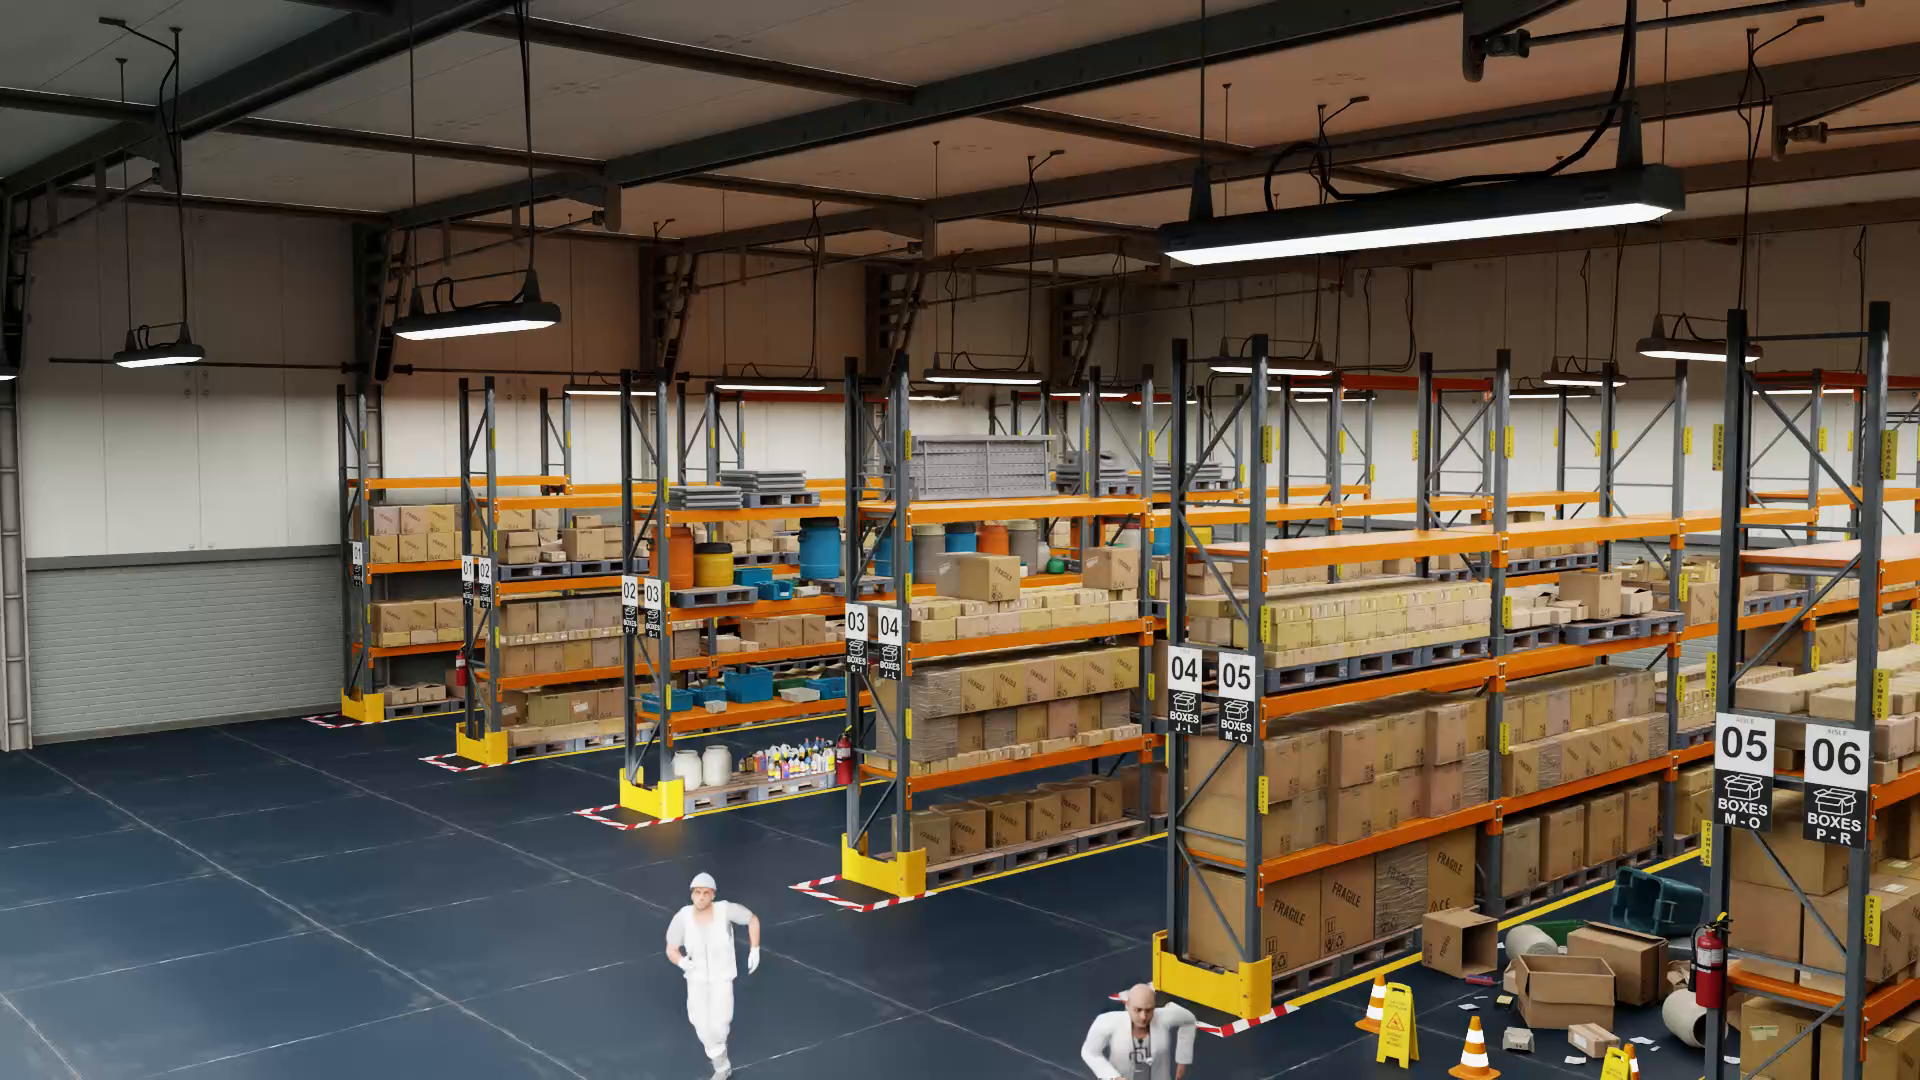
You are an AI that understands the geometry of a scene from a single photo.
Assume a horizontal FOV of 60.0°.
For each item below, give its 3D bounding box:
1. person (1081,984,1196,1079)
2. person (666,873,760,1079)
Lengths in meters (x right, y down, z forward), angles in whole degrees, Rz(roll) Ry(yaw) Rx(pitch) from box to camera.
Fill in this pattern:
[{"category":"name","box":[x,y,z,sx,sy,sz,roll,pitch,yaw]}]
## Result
[{"category":"person","box":[1.147,3.715,10.844,0.754,1.567,1.083,0,4,-2]},{"category":"person","box":[-1.934,3.442,12.933,0.707,1.728,0.657,0,4,0]}]
